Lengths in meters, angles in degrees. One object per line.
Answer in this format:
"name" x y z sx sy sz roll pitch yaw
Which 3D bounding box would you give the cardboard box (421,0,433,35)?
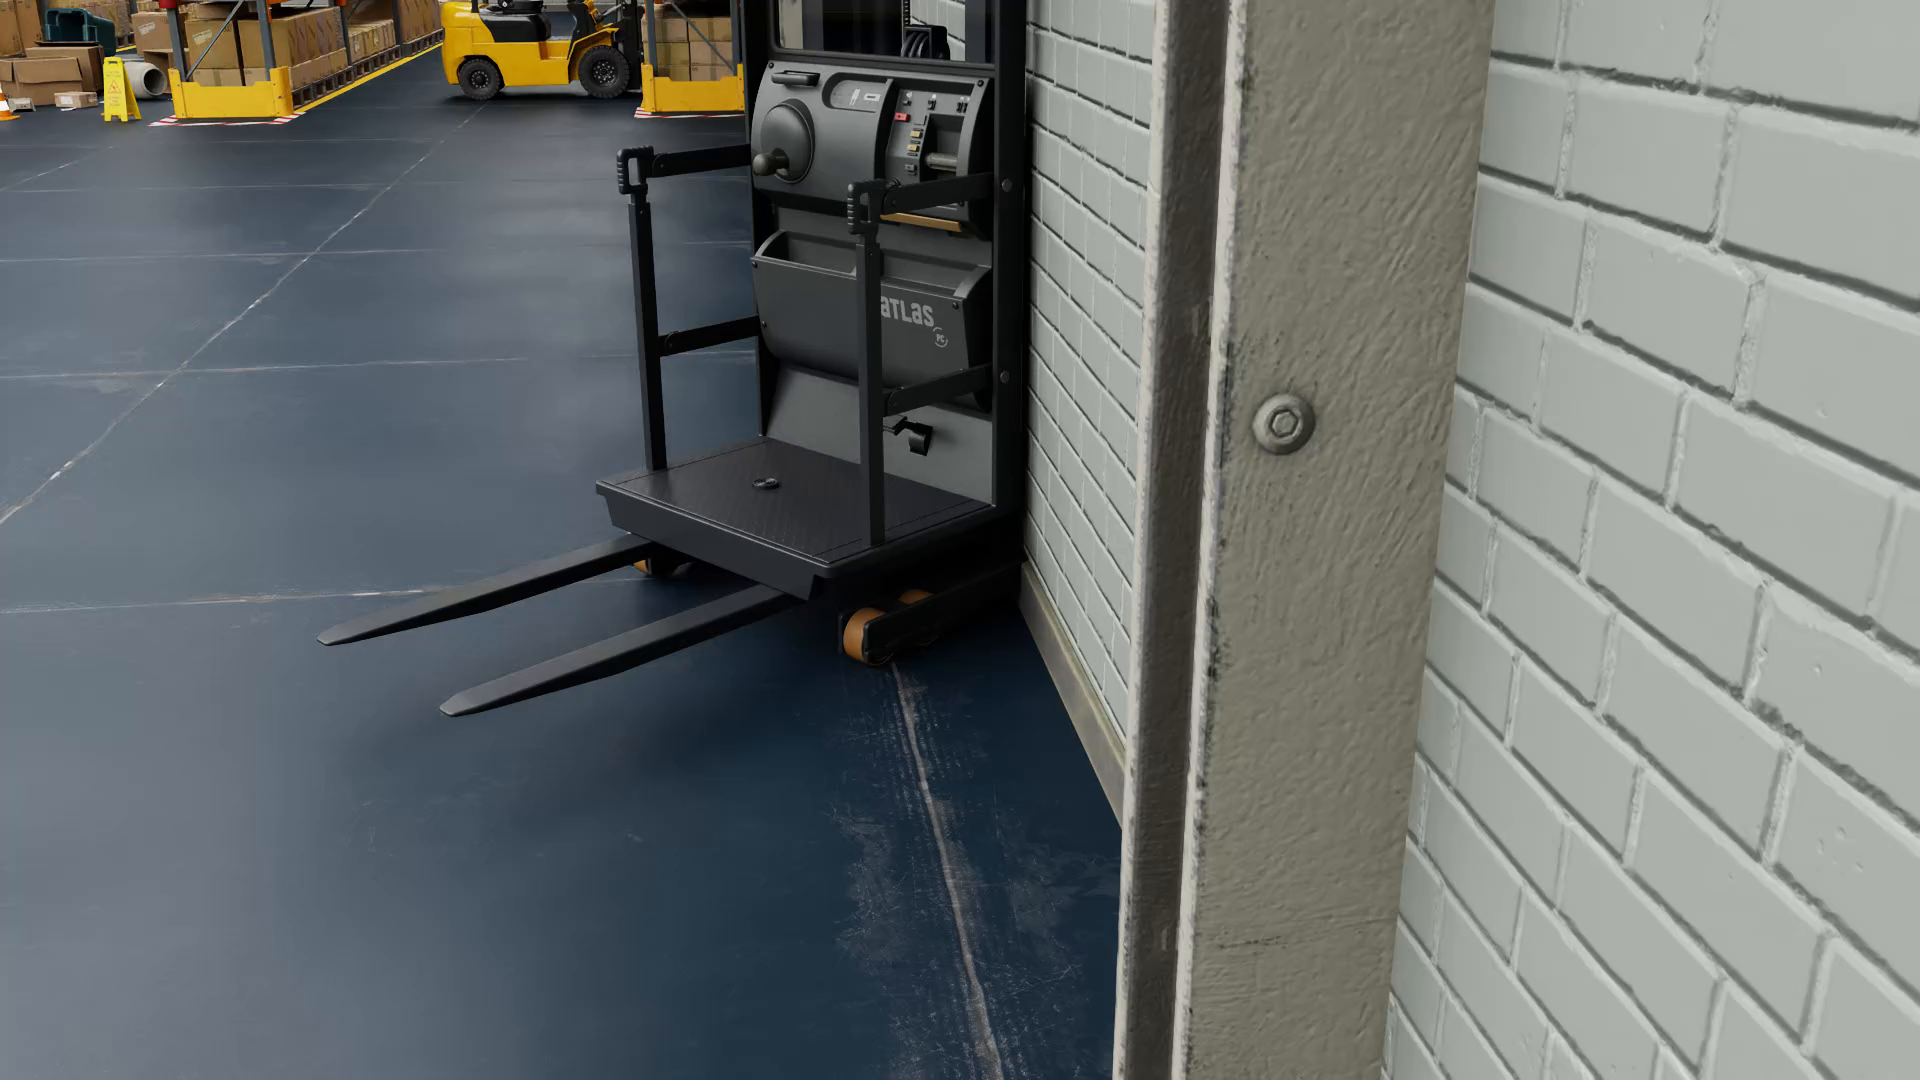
"cardboard box" -9.279 -8.820 27.481 0.875 0.875 0.875 -2 21 -6

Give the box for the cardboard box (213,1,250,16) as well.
"cardboard box" -8.418 -6.117 19.139 0.380 0.149 0.250 -2 21 -5

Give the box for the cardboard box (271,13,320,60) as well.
"cardboard box" -7.846 -5.903 19.493 0.500 0.500 0.500 -3 21 -7

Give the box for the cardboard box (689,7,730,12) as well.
"cardboard box" -3.111 -6.490 20.705 0.500 0.250 0.500 -3 21 -7

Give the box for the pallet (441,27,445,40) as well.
"pallet" -9.618 -9.103 29.787 1.003 0.211 1.213 -3 21 -8

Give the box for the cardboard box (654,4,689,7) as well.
"cardboard box" -3.762 -6.818 21.583 0.500 0.250 0.500 -3 21 -9

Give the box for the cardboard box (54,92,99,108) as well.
"cardboard box" -10.044 -5.003 18.900 0.380 0.149 0.250 8 22 20

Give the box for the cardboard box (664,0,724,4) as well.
"cardboard box" -4.021 -7.876 25.311 0.875 0.625 0.625 -2 21 -6

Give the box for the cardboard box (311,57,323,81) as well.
"cardboard box" -7.856 -5.554 19.630 0.500 0.250 0.500 -2 21 -4

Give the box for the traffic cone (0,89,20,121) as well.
"traffic cone" -10.244 -4.709 17.663 0.336 0.463 0.334 -3 21 -8

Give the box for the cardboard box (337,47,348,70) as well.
"cardboard box" -8.081 -6.090 21.063 0.500 0.250 0.500 -2 21 -5

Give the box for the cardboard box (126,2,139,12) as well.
"cardboard box" -14.314 -9.127 28.490 0.380 0.149 0.250 -2 21 -6

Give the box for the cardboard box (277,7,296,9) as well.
"cardboard box" -8.615 -6.414 20.860 0.500 0.500 0.500 -2 21 -5

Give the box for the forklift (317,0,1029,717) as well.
"forklift" -0.425 -1.214 4.776 1.130 2.935 3.031 18 27 40

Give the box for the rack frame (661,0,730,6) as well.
"rack frame" -3.521 -7.624 21.841 1.000 3.000 0.127 -3 21 -8

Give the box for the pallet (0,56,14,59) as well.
"pallet" -13.681 -6.468 22.732 1.003 0.211 1.213 -3 21 -8

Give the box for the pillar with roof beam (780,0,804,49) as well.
"pillar with roof beam" -5.548 -7.041 11.707 9.100 9.000 0.400 -3 21 -8

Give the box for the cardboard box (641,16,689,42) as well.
"cardboard box" -3.319 -5.760 18.750 0.500 0.250 0.500 -2 21 -6

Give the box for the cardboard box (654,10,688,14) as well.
"cardboard box" -3.547 -6.286 20.160 0.500 0.250 0.500 -3 21 -9

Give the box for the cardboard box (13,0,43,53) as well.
"cardboard box" -13.894 -7.400 23.857 1.050 0.750 0.750 -3 21 -8

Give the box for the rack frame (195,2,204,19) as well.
"rack frame" -15.046 -11.242 31.529 1.000 3.000 0.127 -3 21 -8

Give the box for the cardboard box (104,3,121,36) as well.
"cardboard box" -14.040 -8.462 27.057 0.500 0.500 0.500 -3 21 -9

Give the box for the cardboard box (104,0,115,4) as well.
"cardboard box" -14.051 -8.811 26.919 0.500 0.250 0.500 -2 21 -5

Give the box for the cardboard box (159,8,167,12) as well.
"cardboard box" -14.427 -9.446 29.769 0.380 0.149 0.250 -3 21 -8

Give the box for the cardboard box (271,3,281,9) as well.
"cardboard box" -8.656 -6.672 20.623 0.380 0.149 0.250 -3 21 -7

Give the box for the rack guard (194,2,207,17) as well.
"rack guard" -15.035 -10.045 31.896 1.175 0.500 0.348 -3 21 -8

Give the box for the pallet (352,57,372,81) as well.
"pallet" -8.546 -6.335 22.377 1.003 0.211 1.213 -3 21 -8

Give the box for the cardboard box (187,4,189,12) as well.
"cardboard box" -14.703 -9.981 31.202 0.380 0.149 0.250 -3 21 -9

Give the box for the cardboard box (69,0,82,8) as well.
"cardboard box" -13.826 -8.276 25.488 0.500 0.250 0.500 -3 21 -8

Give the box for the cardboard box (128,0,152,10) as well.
"cardboard box" -14.440 -9.400 29.220 0.380 0.149 0.250 -3 21 -9

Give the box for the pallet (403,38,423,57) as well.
"pallet" -9.048 -7.728 26.104 1.003 0.211 1.213 -3 21 -8

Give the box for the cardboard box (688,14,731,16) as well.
"cardboard box" -2.902 -5.965 19.300 0.500 0.250 0.500 -3 21 -8

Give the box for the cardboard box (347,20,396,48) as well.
"cardboard box" -8.937 -7.527 24.737 0.950 0.372 0.625 -4 21 -11

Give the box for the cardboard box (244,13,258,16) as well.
"cardboard box" -8.374 -5.867 19.395 0.500 0.500 0.500 -3 21 -9

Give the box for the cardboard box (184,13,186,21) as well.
"cardboard box" -14.674 -9.752 31.014 0.380 0.149 0.250 -3 21 -8

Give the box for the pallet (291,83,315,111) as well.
"pallet" -7.949 -4.990 18.776 1.003 0.211 1.213 -3 21 -8

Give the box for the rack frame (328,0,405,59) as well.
"rack frame" -9.009 -8.757 24.875 1.000 3.000 0.127 -3 21 -8

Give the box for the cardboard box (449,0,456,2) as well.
"cardboard box" -9.700 -9.671 30.385 0.875 0.438 0.875 -4 21 -9

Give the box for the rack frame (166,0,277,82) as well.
"rack frame" -7.856 -5.987 17.459 1.000 3.000 0.127 -3 21 -8

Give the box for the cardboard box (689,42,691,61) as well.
"cardboard box" -3.386 -5.709 19.329 0.500 0.250 0.500 -3 21 -8

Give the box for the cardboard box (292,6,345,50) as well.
"cardboard box" -8.082 -6.441 20.932 0.500 0.500 0.500 -3 21 -9

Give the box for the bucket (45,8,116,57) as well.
"bucket" -11.015 -6.335 20.897 0.726 0.611 0.620 4 11 11

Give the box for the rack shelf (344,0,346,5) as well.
"rack shelf" -8.721 -7.728 23.147 1.077 0.370 4.000 -3 21 -8

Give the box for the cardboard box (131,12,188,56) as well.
"cardboard box" -10.189 -6.456 21.204 0.500 0.500 0.500 -3 21 -8

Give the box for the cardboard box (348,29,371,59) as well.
"cardboard box" -8.617 -6.768 22.706 0.950 0.372 0.625 -2 21 -4
